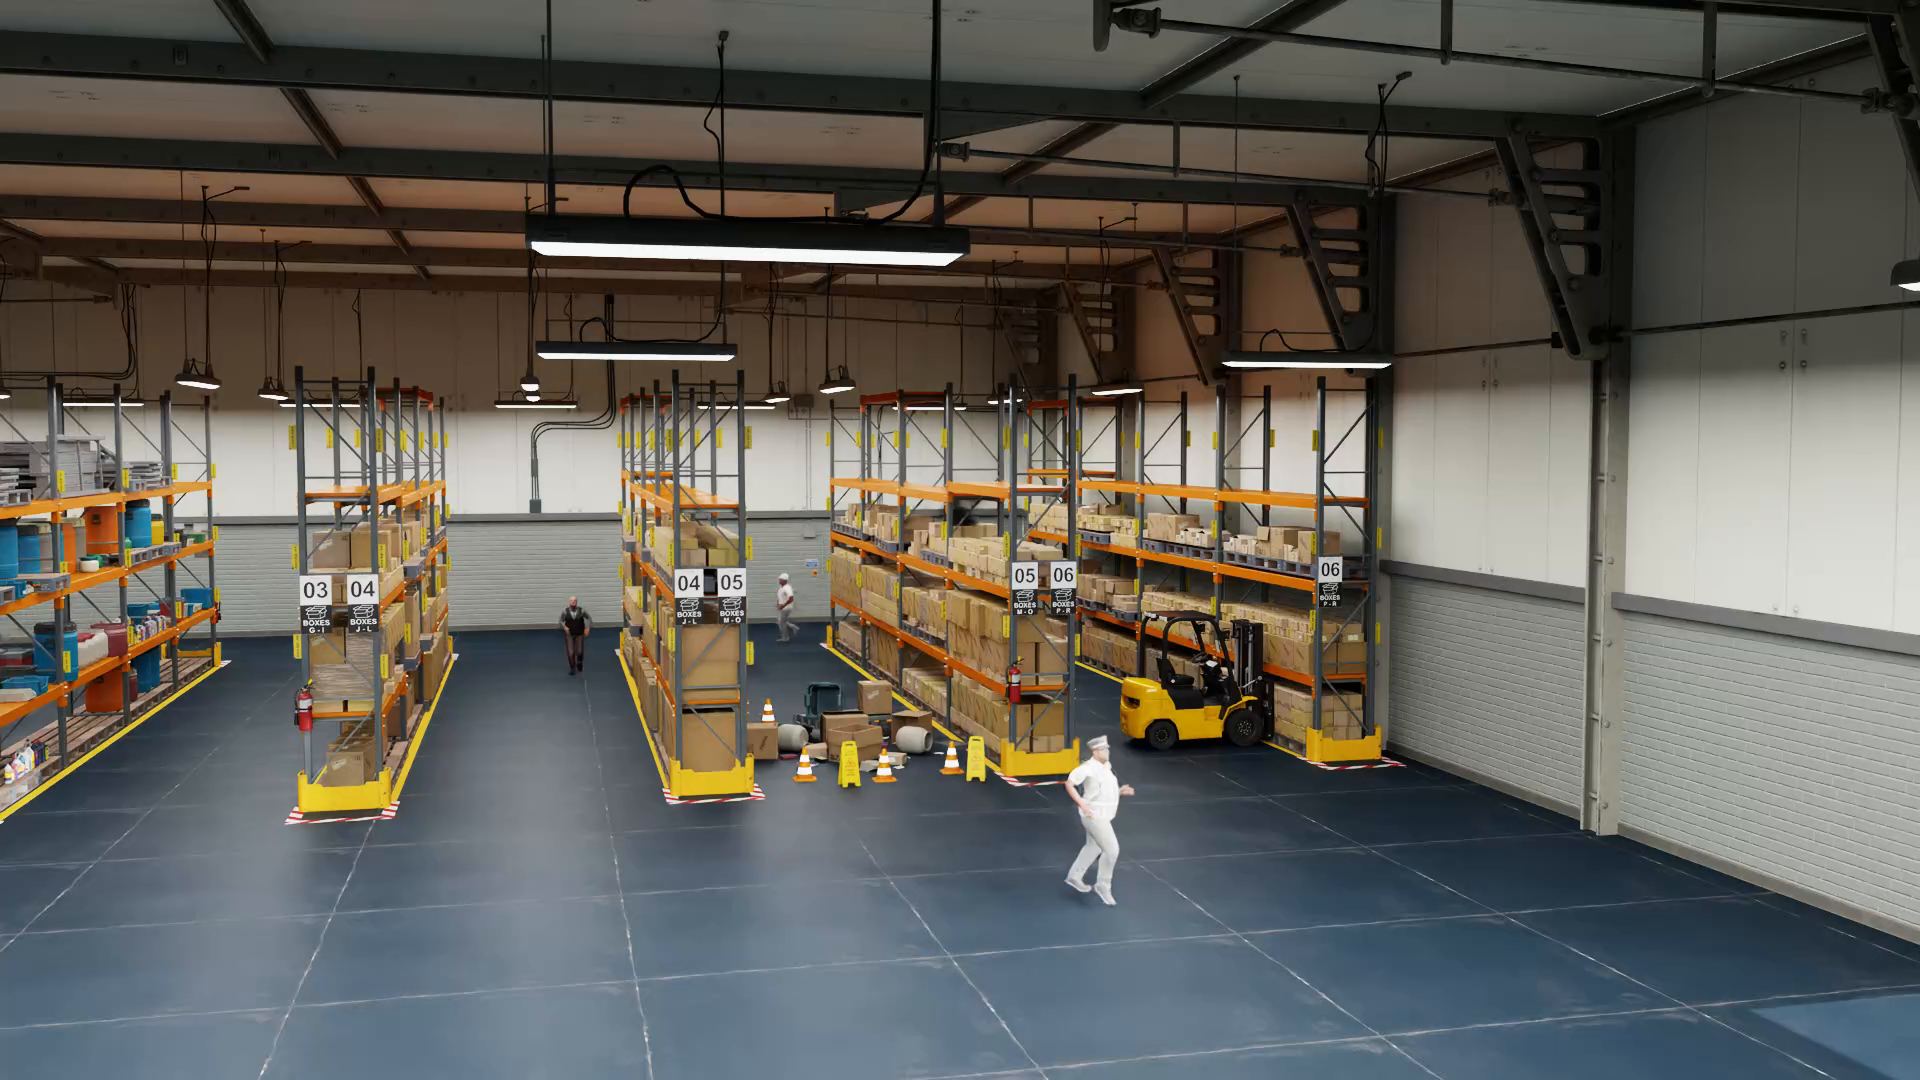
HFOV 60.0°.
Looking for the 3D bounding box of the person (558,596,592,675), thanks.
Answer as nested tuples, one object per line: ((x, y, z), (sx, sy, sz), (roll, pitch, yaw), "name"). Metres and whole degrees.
((-8.219, 2.043, 35.516), (0.692, 1.679, 0.589), (-1, 4, -13), "person")

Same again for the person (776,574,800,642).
((-4.274, 1.685, 41.422), (0.587, 1.715, 0.720), (-1, 3, -12), "person")

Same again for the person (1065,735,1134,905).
((1.508, 3.048, 18.160), (0.791, 1.851, 0.638), (2, 4, 25), "person")
